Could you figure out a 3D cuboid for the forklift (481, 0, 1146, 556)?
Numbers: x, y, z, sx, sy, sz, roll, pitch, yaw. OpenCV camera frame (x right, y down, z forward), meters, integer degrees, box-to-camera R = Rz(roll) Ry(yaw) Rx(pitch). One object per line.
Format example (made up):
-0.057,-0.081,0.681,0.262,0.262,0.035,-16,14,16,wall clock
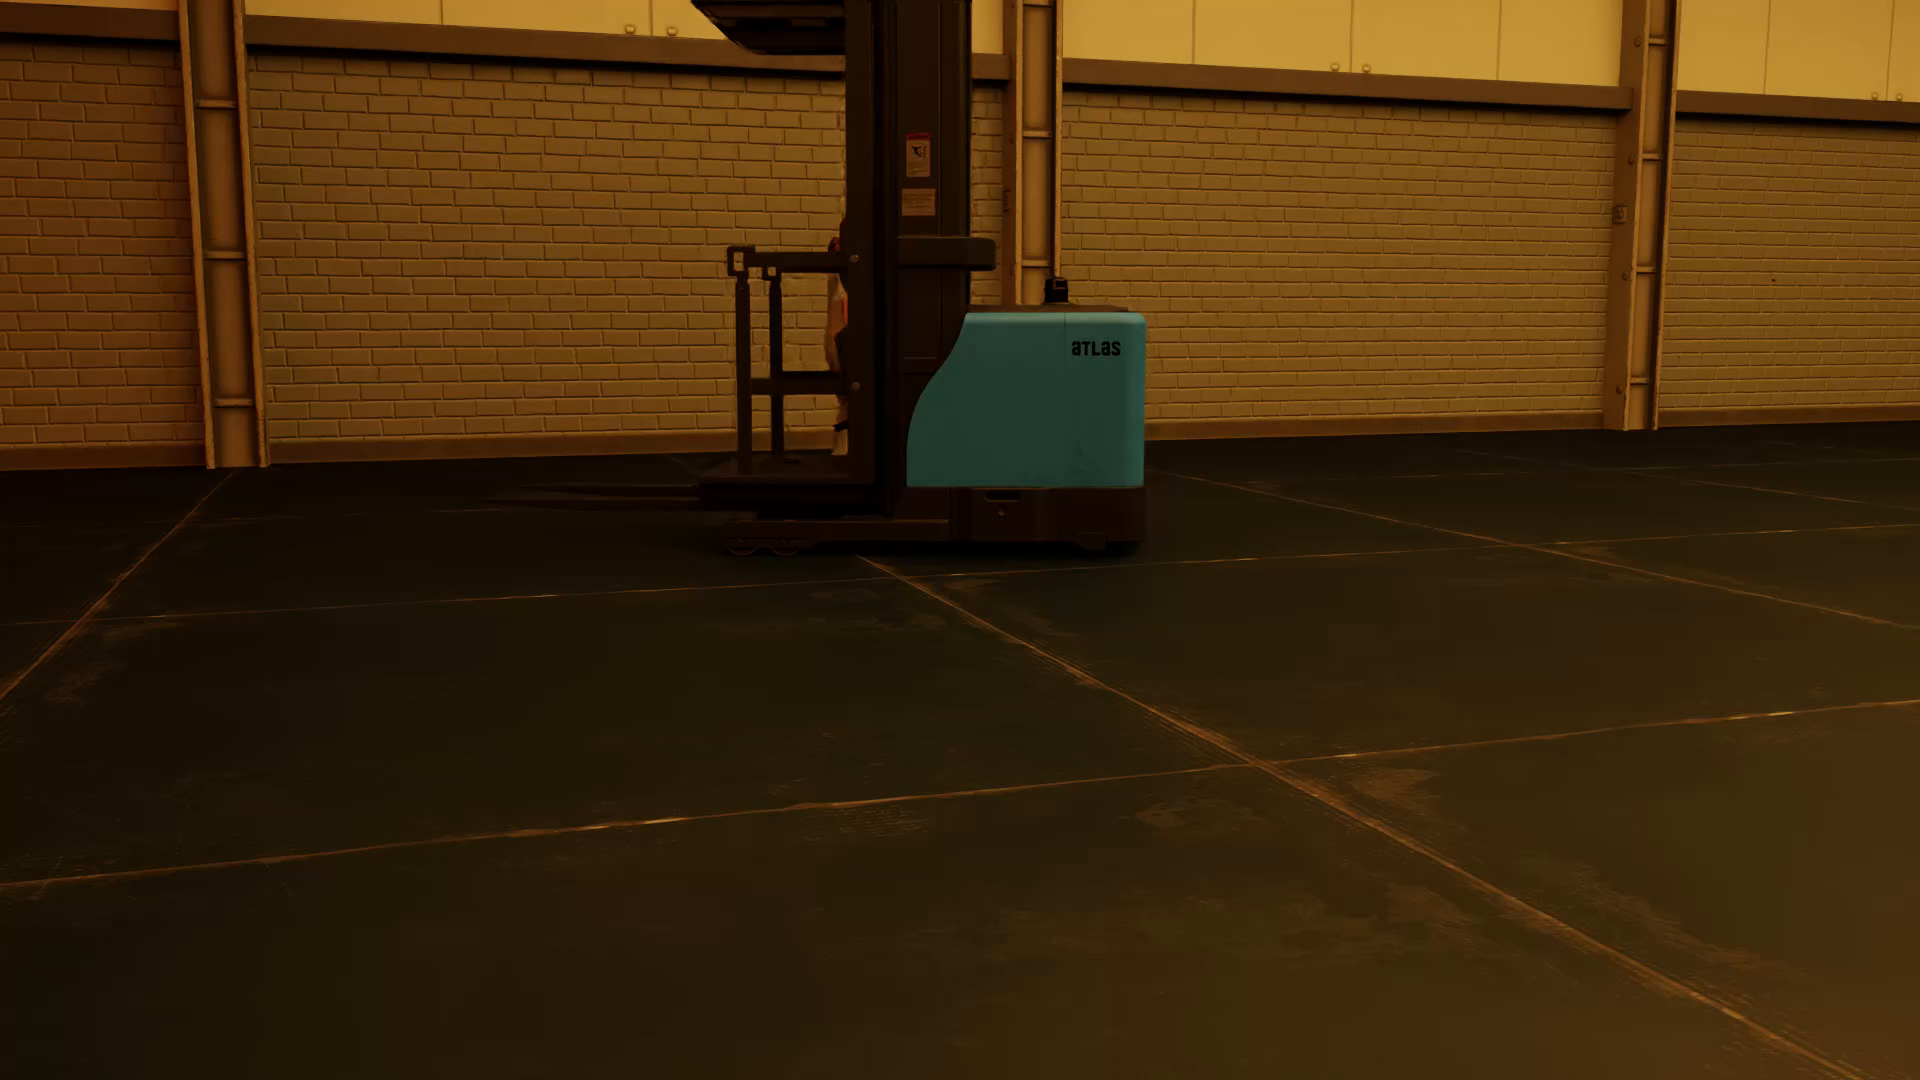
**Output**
-0.670,-1.451,7.715,3.031,2.935,1.130,0,8,2,forklift

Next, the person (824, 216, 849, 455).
-0.640,-1.124,10.057,0.387,1.655,0.663,-2,8,-14,person
